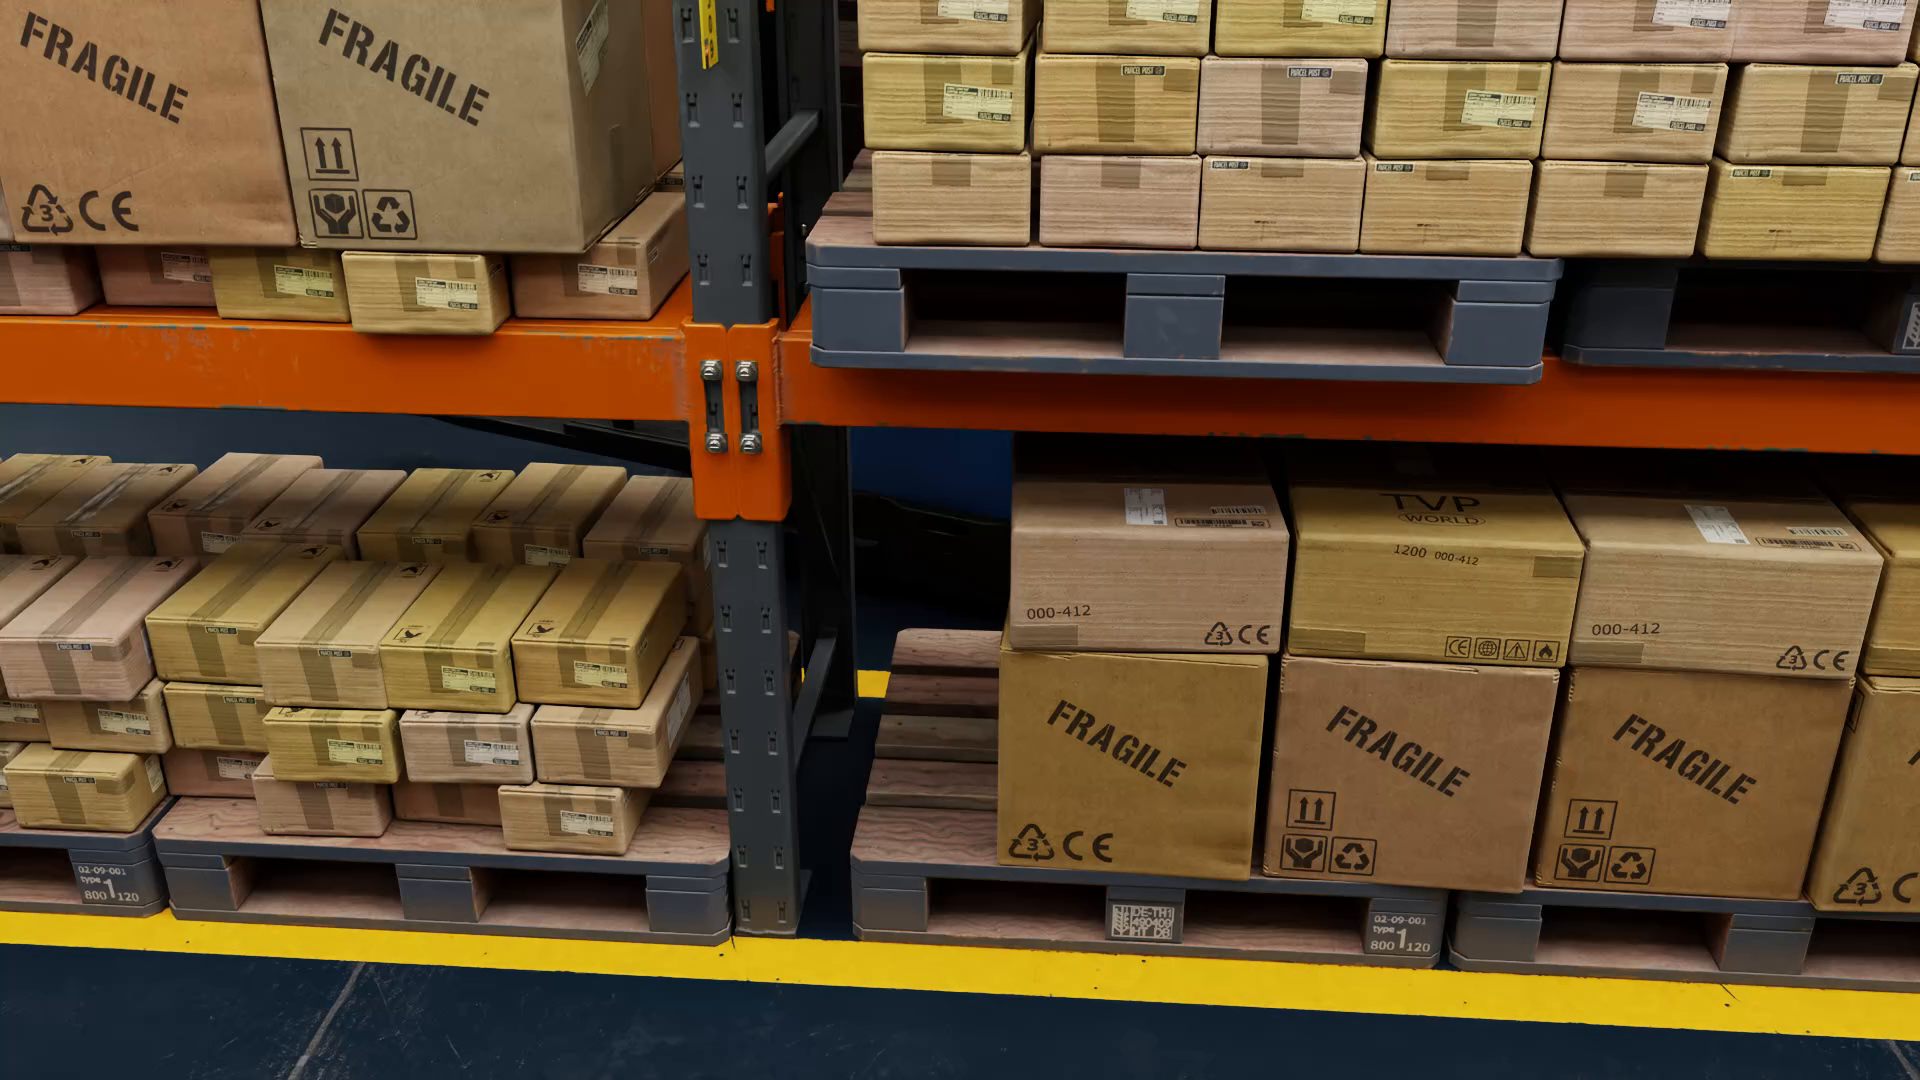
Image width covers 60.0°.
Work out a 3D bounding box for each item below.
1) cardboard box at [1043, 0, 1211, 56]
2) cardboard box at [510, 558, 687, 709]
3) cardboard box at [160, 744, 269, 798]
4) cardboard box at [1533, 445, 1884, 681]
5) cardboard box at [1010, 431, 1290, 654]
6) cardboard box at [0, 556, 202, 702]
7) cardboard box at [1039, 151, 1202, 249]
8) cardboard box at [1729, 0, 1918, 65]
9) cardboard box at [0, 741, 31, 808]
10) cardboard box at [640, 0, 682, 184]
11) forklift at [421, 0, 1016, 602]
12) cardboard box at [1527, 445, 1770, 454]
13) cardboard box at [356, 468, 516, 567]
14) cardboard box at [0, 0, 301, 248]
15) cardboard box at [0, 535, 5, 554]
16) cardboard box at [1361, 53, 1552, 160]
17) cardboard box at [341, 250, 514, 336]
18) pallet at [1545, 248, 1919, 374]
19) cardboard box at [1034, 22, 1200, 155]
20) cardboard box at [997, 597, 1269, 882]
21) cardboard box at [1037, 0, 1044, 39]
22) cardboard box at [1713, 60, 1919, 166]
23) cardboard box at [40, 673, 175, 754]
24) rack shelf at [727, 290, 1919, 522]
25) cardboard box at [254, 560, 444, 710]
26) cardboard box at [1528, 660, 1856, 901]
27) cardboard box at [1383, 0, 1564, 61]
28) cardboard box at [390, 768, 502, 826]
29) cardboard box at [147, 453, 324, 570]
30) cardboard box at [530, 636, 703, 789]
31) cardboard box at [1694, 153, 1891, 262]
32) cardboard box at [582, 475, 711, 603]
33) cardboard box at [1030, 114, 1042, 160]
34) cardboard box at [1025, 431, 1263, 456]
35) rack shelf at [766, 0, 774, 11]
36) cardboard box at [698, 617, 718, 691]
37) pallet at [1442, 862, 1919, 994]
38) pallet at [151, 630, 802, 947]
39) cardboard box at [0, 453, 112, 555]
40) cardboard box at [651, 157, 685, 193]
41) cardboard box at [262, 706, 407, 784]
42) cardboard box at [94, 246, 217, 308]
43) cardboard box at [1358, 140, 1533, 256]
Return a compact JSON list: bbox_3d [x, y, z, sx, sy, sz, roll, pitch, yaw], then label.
[{"bbox_3d":[0.270,-0.881,2.662,0.250,0.149,0.380,3,25,5],"label":"cardboard box"},{"bbox_3d":[-0.741,0.187,3.452,0.250,0.149,0.380,3,25,5],"label":"cardboard box"},{"bbox_3d":[-1.558,0.406,3.688,0.250,0.149,0.380,1,25,3],"label":"cardboard box"},{"bbox_3d":[1.390,0.028,3.192,0.500,0.250,0.500,3,25,6],"label":"cardboard box"},{"bbox_3d":[0.351,-0.006,3.266,0.500,0.250,0.500,1,25,2],"label":"cardboard box"},{"bbox_3d":[-1.777,0.179,3.469,0.250,0.149,0.380,1,25,1],"label":"cardboard box"},{"bbox_3d":[0.268,-0.610,2.786,0.250,0.149,0.380,2,25,5],"label":"cardboard box"},{"bbox_3d":[1.281,-0.846,2.587,0.250,0.149,0.380,3,25,6],"label":"cardboard box"},{"bbox_3d":[-2.070,0.420,3.657,0.250,0.149,0.380,2,25,5],"label":"cardboard box"},{"bbox_3d":[-0.841,-1.046,3.459,0.500,0.500,0.500,1,25,3],"label":"cardboard box"},{"bbox_3d":[-0.583,-1.489,4.980,3.031,2.935,1.130,12,27,24],"label":"forklift"},{"bbox_3d":[1.436,-0.189,3.663,0.500,0.250,0.500,1,25,2],"label":"cardboard box"},{"bbox_3d":[-1.220,-0.029,3.920,0.250,0.149,0.380,2,25,3],"label":"cardboard box"},{"bbox_3d":[-1.388,-0.840,3.011,0.500,0.500,0.500,1,25,3],"label":"cardboard box"},{"bbox_3d":[-2.286,0.122,3.593,0.250,0.149,0.380,2,25,4],"label":"cardboard box"},{"bbox_3d":[0.767,-0.728,2.686,0.250,0.149,0.380,1,25,2],"label":"cardboard box"},{"bbox_3d":[-0.934,-0.505,3.059,0.250,0.149,0.380,1,25,3],"label":"cardboard box"},{"bbox_3d":[1.645,-0.575,3.142,1.213,0.211,1.003,2,25,4],"label":"pallet"},{"bbox_3d":[0.250,-0.744,2.722,0.250,0.149,0.380,1,25,3],"label":"cardboard box"},{"bbox_3d":[0.350,0.335,3.422,0.500,0.500,0.500,3,25,6],"label":"cardboard box"},{"bbox_3d":[0.046,-1.026,3.333,0.250,0.149,0.380,3,25,6],"label":"cardboard box"},{"bbox_3d":[1.300,-0.712,2.651,0.250,0.149,0.380,1,25,3],"label":"cardboard box"},{"bbox_3d":[-1.742,0.294,3.576,0.250,0.149,0.380,2,25,5],"label":"cardboard box"},{"bbox_3d":[1.628,-0.354,3.290,4.000,0.370,1.077,2,25,4],"label":"rack shelf"},{"bbox_3d":[-1.247,0.190,3.445,0.250,0.149,0.380,2,25,4],"label":"cardboard box"},{"bbox_3d":[1.401,0.362,3.363,0.500,0.500,0.500,2,25,5],"label":"cardboard box"},{"bbox_3d":[0.774,-0.862,2.622,0.250,0.149,0.380,2,25,3],"label":"cardboard box"},{"bbox_3d":[-1.036,0.446,3.600,0.250,0.149,0.380,3,25,5],"label":"cardboard box"},{"bbox_3d":[-1.729,-0.070,4.010,0.250,0.149,0.380,2,25,5],"label":"cardboard box"},{"bbox_3d":[-0.704,0.347,3.459,0.250,0.149,0.380,2,25,5],"label":"cardboard box"},{"bbox_3d":[1.294,-0.577,2.714,0.250,0.149,0.380,1,25,3],"label":"cardboard box"},{"bbox_3d":[-0.694,-0.008,3.875,0.250,0.149,0.380,3,25,6],"label":"cardboard box"},{"bbox_3d":[0.045,-0.891,3.396,0.250,0.149,0.380,1,25,3],"label":"cardboard box"},{"bbox_3d":[0.396,-0.222,3.734,0.500,0.250,0.500,1,25,3],"label":"cardboard box"},{"bbox_3d":[-2.082,-2.548,8.059,4.000,0.370,1.077,2,25,4],"label":"rack shelf"},{"bbox_3d":[-0.704,0.214,4.104,0.250,0.149,0.380,1,25,2],"label":"cardboard box"},{"bbox_3d":[1.630,0.585,3.727,1.213,0.211,1.003,2,25,4],"label":"pallet"},{"bbox_3d":[-1.038,0.516,3.877,1.213,0.211,1.003,2,25,4],"label":"pallet"},{"bbox_3d":[-2.250,-0.068,4.006,0.250,0.149,0.380,2,25,4],"label":"cardboard box"},{"bbox_3d":[-0.623,-0.776,3.648,0.250,0.149,0.380,3,25,6],"label":"cardboard box"},{"bbox_3d":[-1.244,0.343,3.469,0.250,0.149,0.380,1,25,2],"label":"cardboard box"},{"bbox_3d":[-1.448,-0.575,3.212,0.250,0.149,0.380,1,25,3],"label":"cardboard box"},{"bbox_3d":[0.768,-0.592,2.747,0.250,0.149,0.380,2,25,5],"label":"cardboard box"}]
